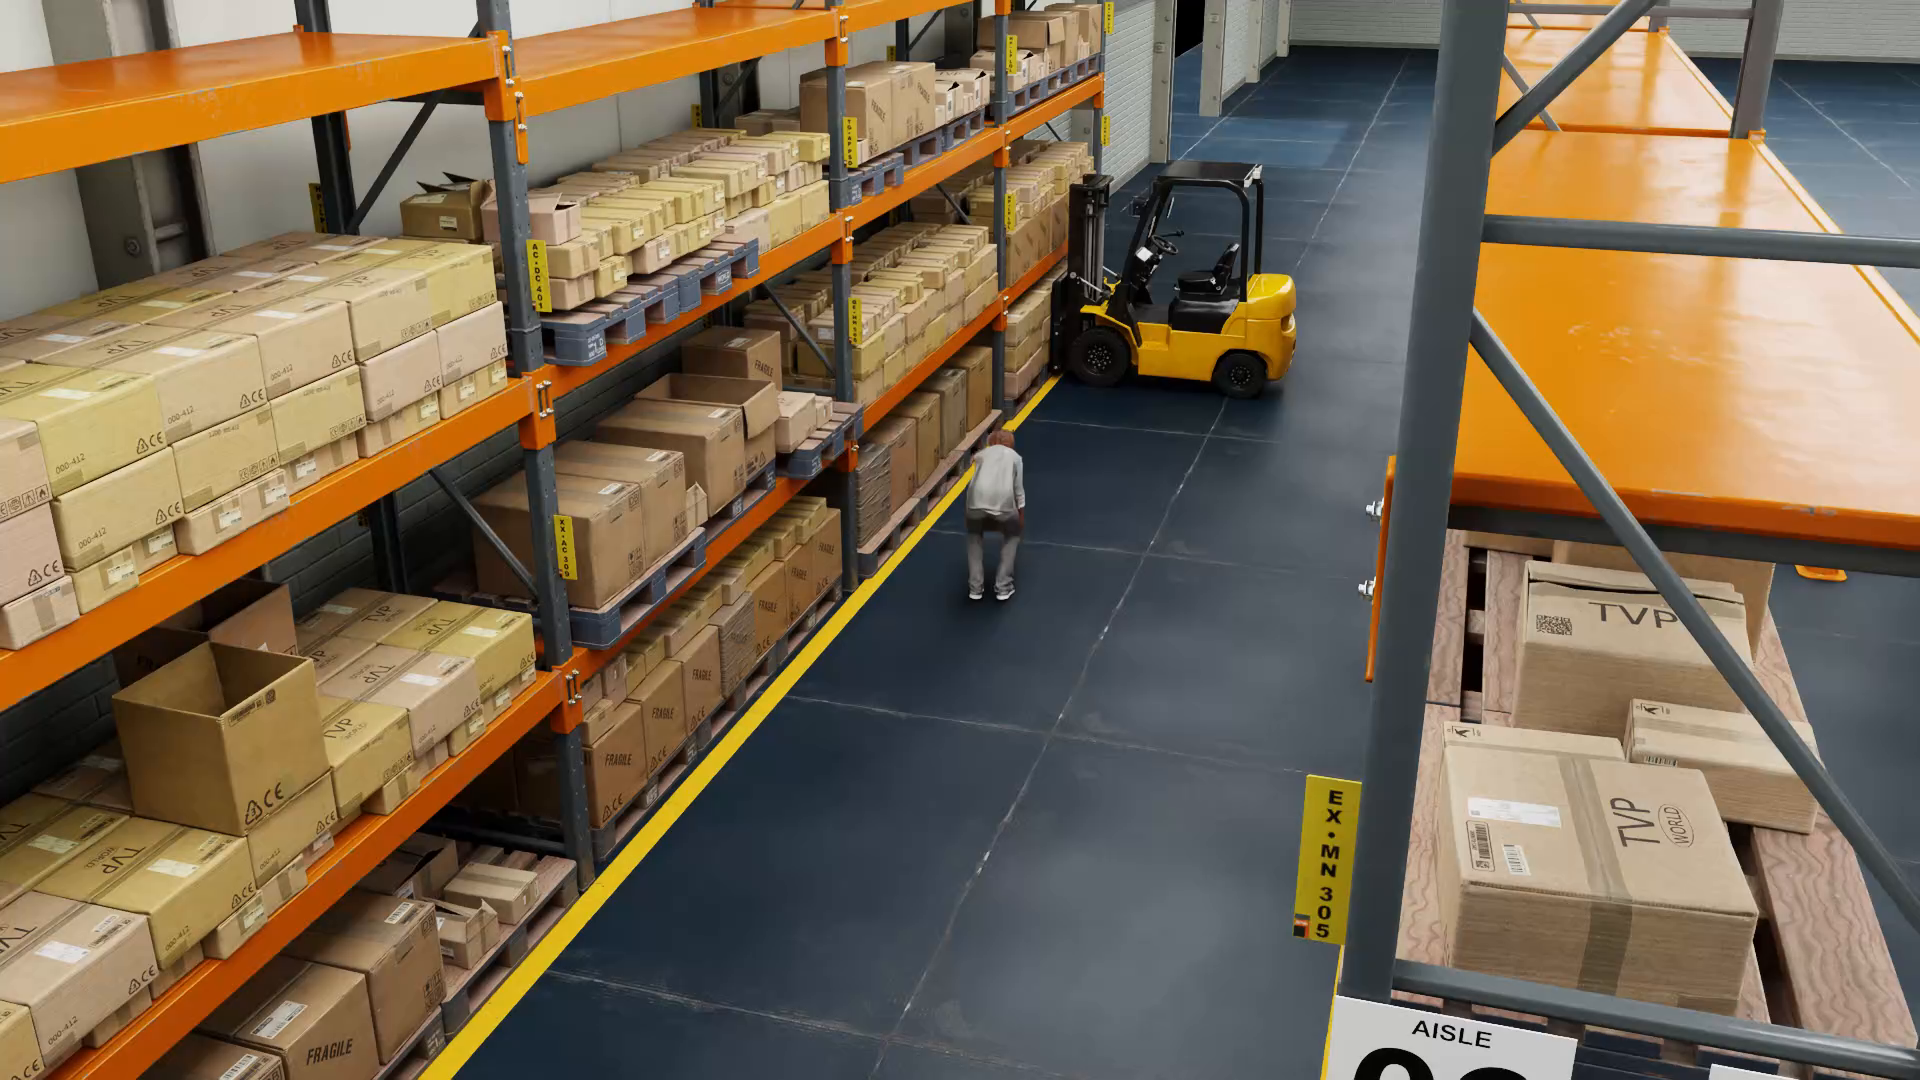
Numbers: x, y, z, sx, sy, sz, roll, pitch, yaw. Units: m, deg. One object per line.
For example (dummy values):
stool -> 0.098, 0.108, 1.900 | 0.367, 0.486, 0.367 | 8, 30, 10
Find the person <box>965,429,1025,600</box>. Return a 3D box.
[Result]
person -> 0.262, -0.171, 12.141 | 0.398, 1.116, 0.841 | 4, 23, 10
